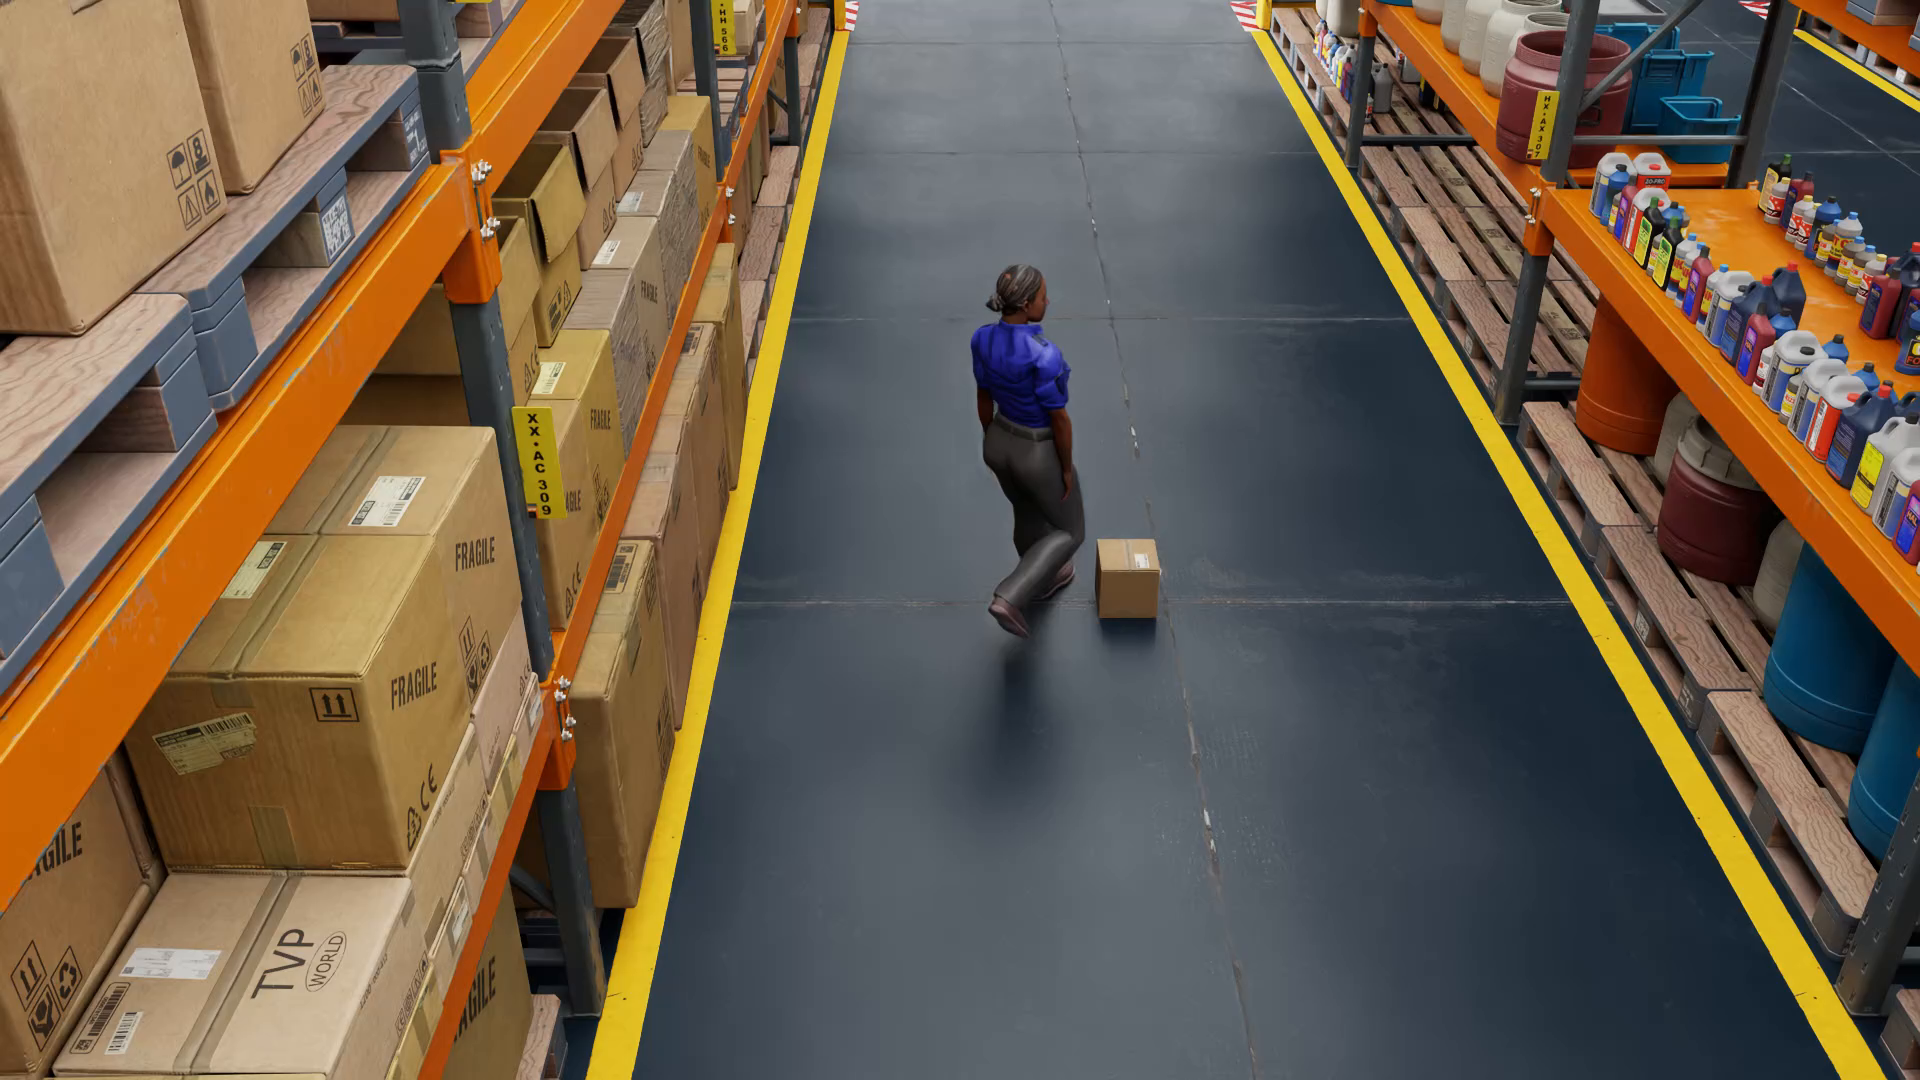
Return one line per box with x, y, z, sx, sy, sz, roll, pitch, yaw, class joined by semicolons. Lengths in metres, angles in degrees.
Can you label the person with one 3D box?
0.301;-0.373;6.755;0.474;1.625;0.777;27;41;36;person
